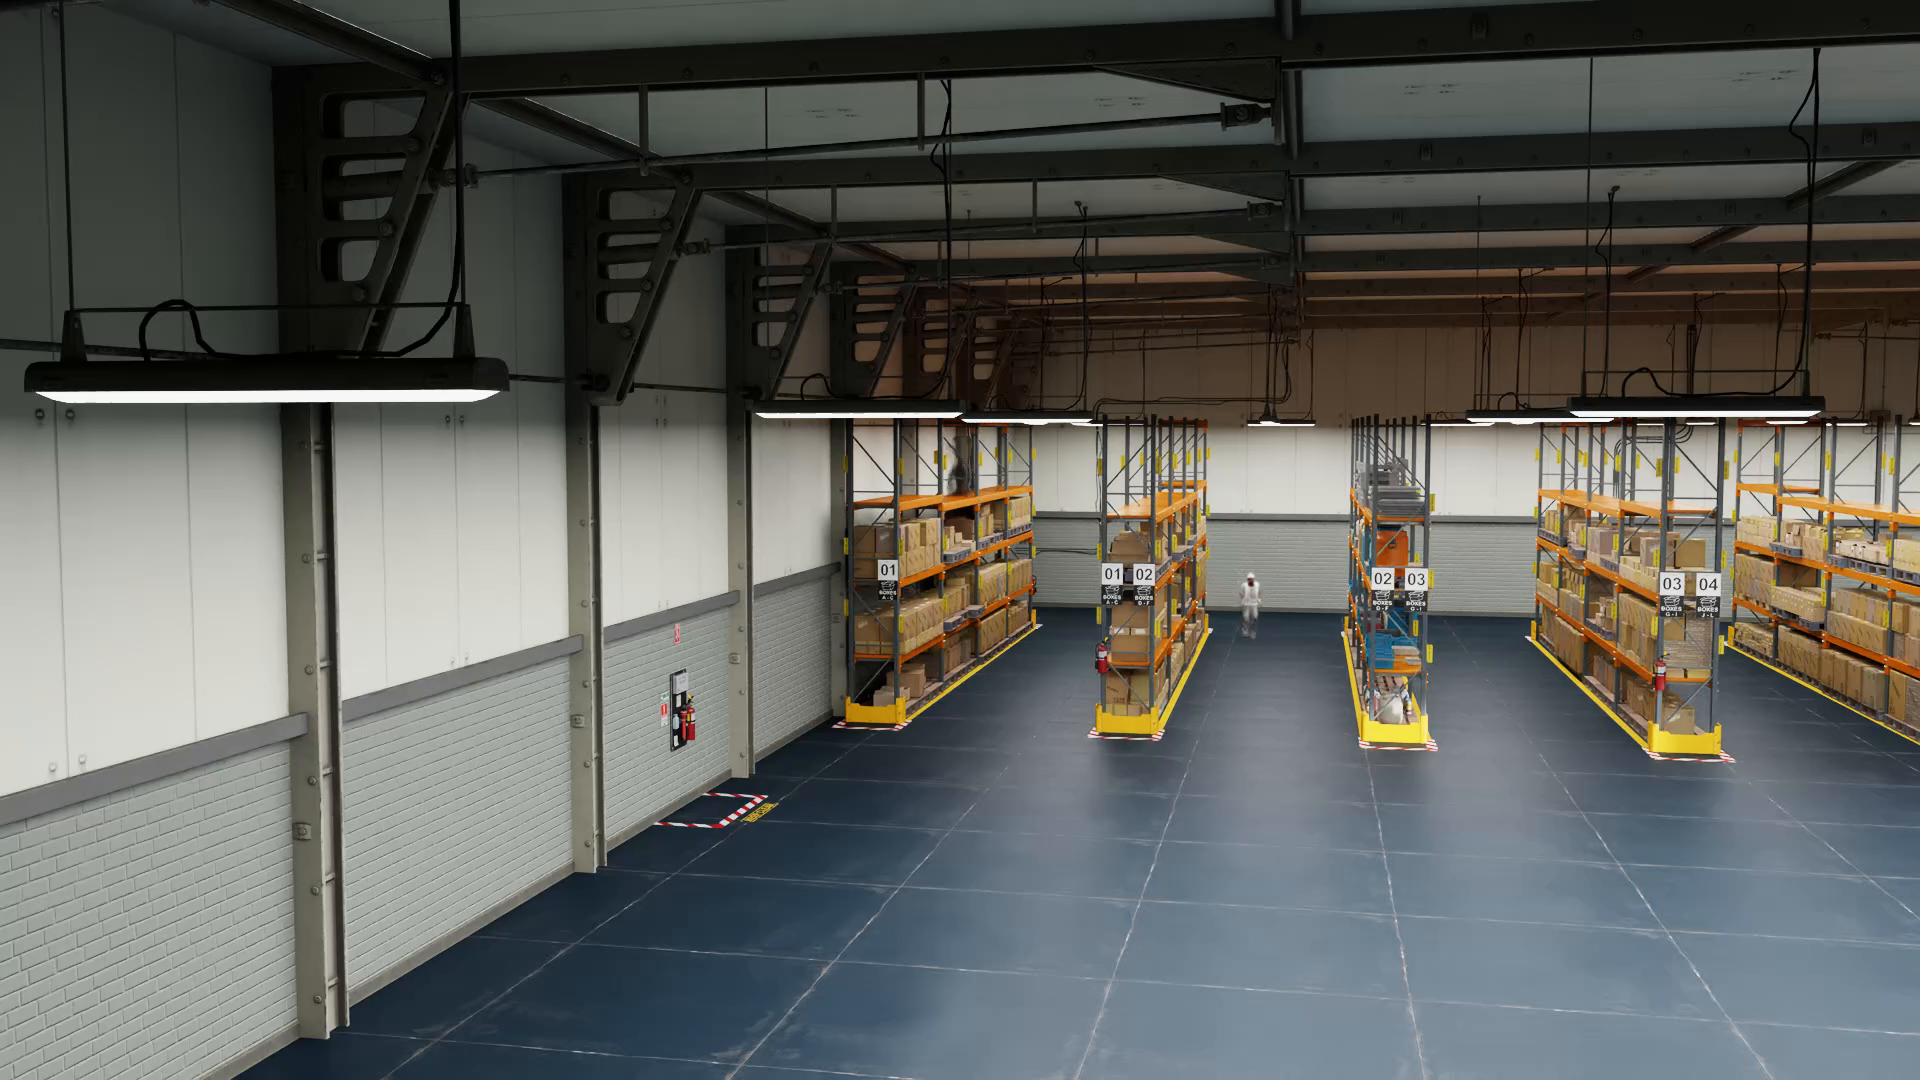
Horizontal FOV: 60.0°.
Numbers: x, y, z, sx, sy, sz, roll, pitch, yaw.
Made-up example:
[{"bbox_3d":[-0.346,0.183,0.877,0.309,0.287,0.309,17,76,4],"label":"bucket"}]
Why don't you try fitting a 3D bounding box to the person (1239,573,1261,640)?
[{"bbox_3d":[7.940,1.818,45.543,0.608,1.834,0.904,0,4,3],"label":"person"}]
